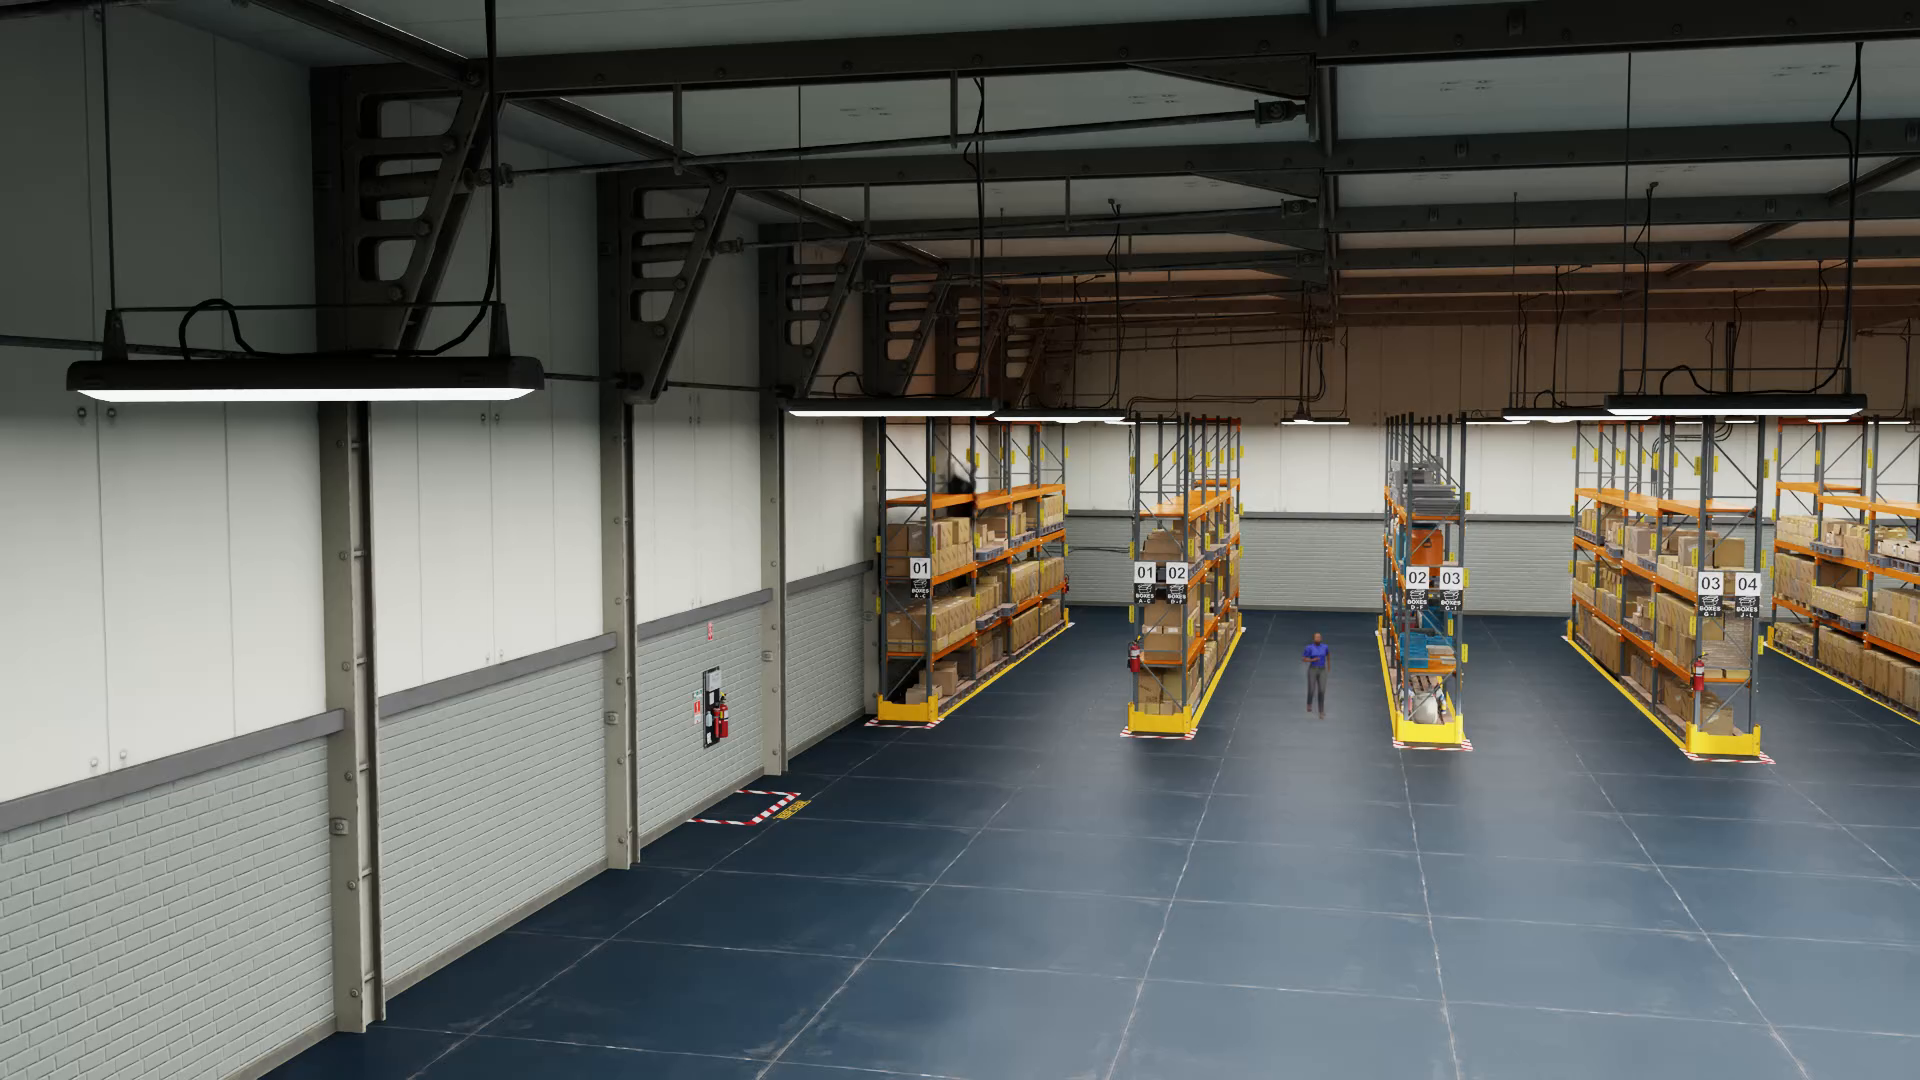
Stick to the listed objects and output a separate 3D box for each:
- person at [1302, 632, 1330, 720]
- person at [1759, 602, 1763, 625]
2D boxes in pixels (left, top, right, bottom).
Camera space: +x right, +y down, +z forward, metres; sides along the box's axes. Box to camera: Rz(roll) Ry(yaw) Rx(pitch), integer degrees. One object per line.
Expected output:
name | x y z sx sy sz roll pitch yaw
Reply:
person | 7.049 2.651 32.927 0.595 1.685 0.870 0 4 1
person | 19.353 2.063 40.785 0.681 1.810 0.909 1 4 12
